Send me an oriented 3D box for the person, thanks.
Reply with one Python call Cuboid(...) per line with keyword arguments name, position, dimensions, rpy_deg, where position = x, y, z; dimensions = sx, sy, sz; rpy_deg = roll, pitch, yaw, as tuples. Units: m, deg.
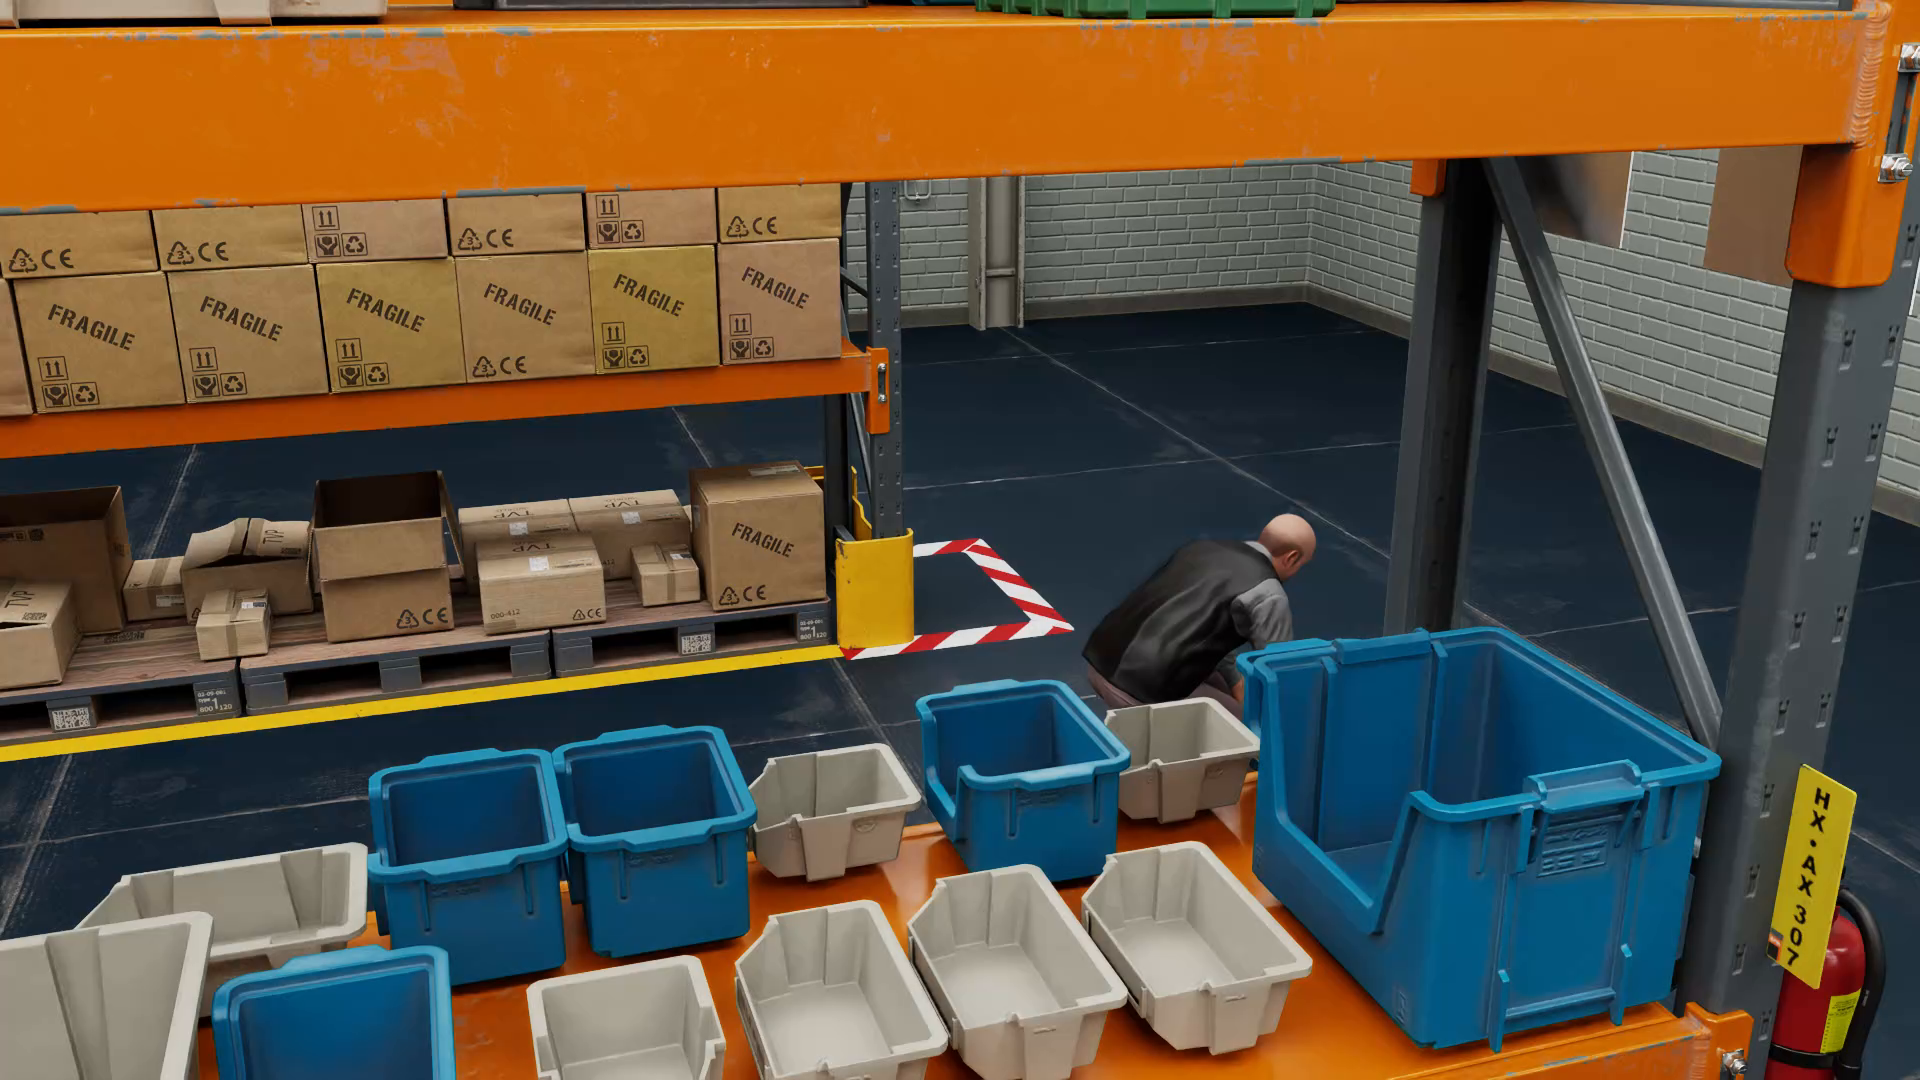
Cuboid(name="person", position=(0.830, 0.465, 5.740), dimensions=(0.837, 1.083, 0.558), rpy_deg=(-6, 20, -17))
